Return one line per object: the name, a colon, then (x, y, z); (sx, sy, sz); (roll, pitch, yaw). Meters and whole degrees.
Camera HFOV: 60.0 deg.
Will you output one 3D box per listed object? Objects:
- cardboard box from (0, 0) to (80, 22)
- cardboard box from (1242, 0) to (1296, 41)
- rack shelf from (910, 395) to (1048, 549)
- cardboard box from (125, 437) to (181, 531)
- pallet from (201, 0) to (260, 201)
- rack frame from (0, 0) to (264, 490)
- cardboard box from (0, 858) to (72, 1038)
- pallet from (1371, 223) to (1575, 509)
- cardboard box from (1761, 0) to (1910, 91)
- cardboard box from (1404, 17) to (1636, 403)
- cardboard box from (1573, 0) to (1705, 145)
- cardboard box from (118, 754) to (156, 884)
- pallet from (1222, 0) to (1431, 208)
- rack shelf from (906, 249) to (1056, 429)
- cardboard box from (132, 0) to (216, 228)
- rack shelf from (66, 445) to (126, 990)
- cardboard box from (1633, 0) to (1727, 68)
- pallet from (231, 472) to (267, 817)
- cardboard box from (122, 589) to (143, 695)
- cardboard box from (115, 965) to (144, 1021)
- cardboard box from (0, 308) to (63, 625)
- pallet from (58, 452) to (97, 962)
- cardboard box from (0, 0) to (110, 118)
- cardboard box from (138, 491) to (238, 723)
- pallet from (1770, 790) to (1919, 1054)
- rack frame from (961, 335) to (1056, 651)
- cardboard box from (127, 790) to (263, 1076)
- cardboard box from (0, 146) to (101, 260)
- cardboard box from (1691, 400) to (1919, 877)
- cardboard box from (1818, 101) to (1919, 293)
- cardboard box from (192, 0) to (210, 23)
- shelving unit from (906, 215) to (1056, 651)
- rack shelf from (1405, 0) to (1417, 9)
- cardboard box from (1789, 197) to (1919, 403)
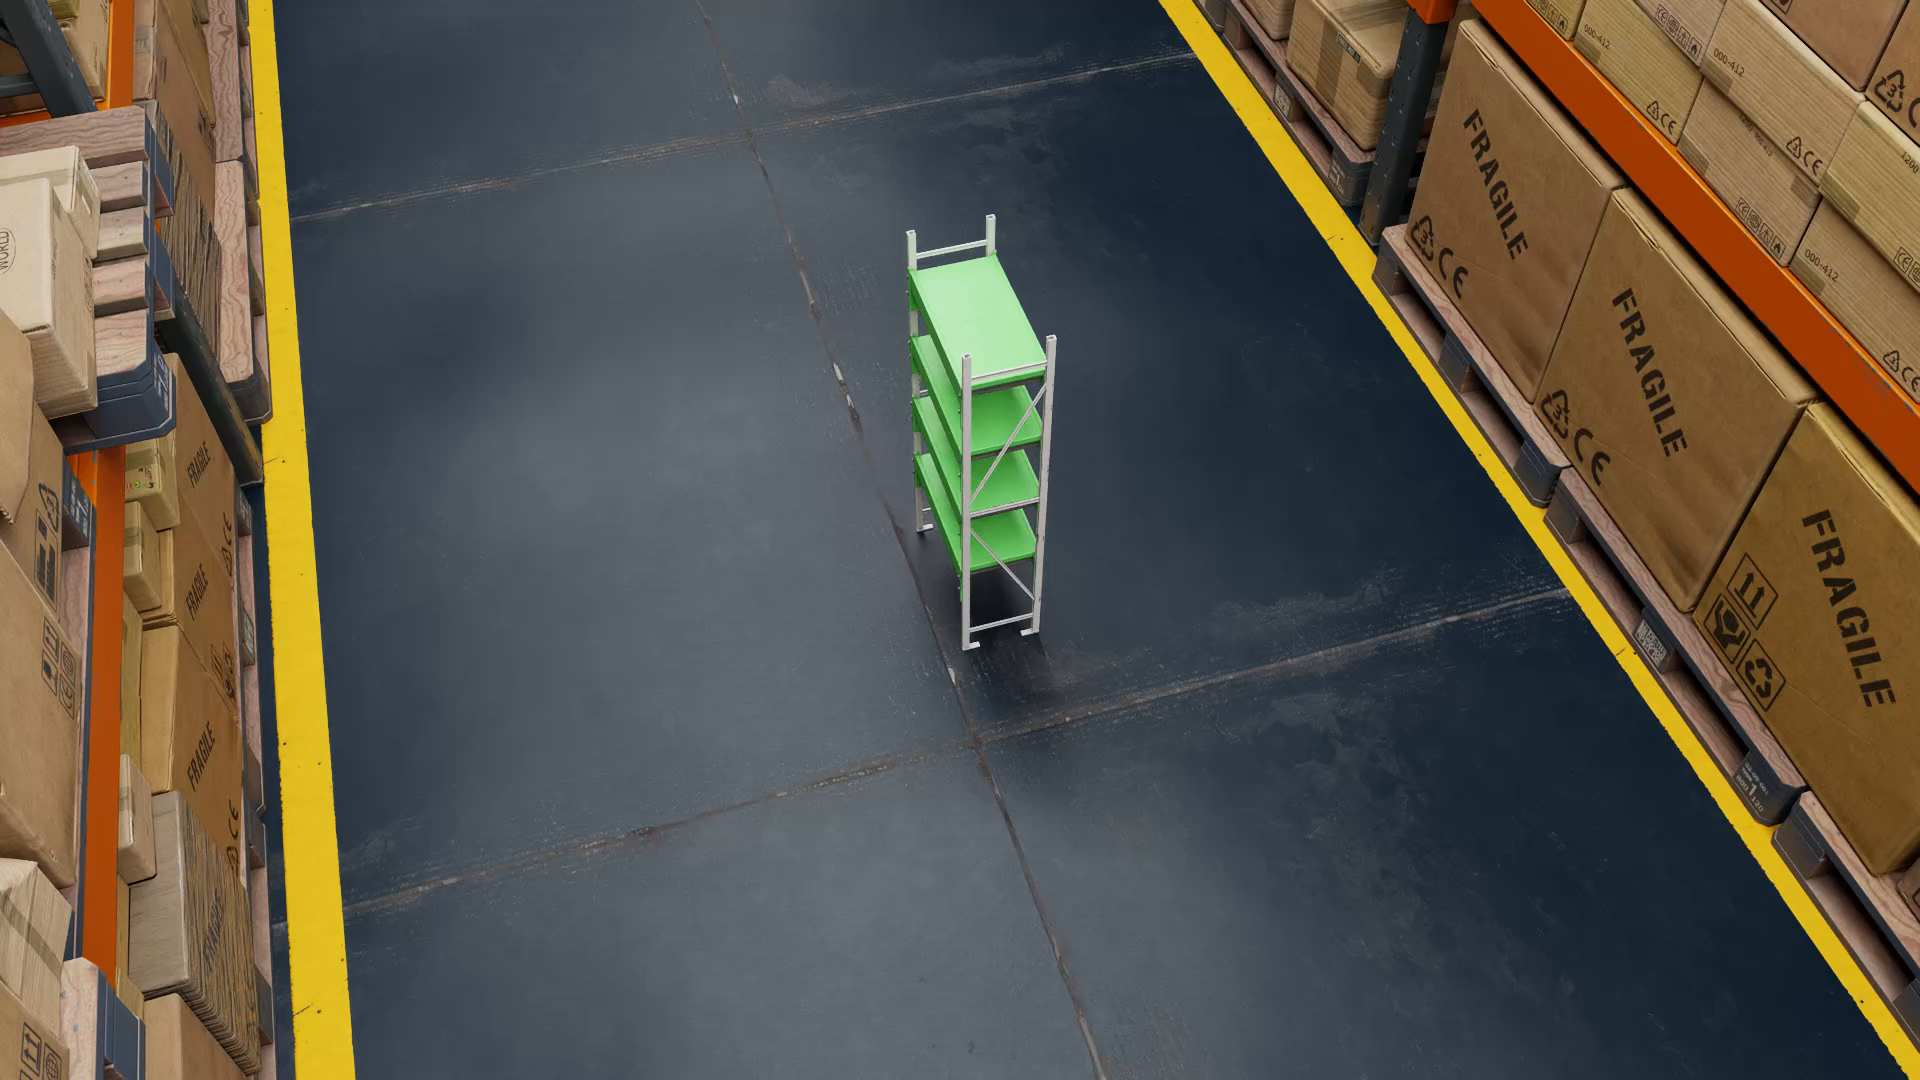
cardboard box: (-2.630, -1.577, 4.388); (0.500, 0.250, 0.500); (-13, 51, -11)
cardboard box: (1.601, -2.444, 6.793); (0.950, 0.372, 0.625); (-14, 51, -12)
rack shelf: (0.049, -0.225, 4.738); (0.258, 0.148, 0.480); (-13, 51, -11)
cardboard box: (-2.258, -0.122, 4.327); (0.380, 0.149, 0.250); (-16, 52, -13)
pallet: (-3.319, -1.680, 6.528); (1.003, 0.211, 1.213); (-13, 51, -11)
rack frame: (-2.756, -1.079, 4.198); (1.000, 3.000, 0.127); (-13, 51, -11)
cardboard box: (-1.617, 0.649, 2.554); (0.396, 0.266, 0.258); (-11, 51, -9)
pallet: (2.146, -0.712, 5.712); (1.003, 0.211, 1.213); (-13, 51, -11)
cardboard box: (2.191, -1.401, 3.750); (0.500, 0.500, 0.500); (-12, 51, -10)
cardboard box: (2.109, -1.131, 5.357); (0.875, 0.875, 0.875); (-14, 51, -11)
cardboard box: (2.058, -1.370, 4.541); (0.500, 0.250, 0.500); (-15, 51, -12)
cardboard box: (-2.003, 0.661, 3.667); (0.380, 0.149, 0.250); (-16, 52, -13)
pallet: (1.755, -1.876, 6.694); (1.003, 0.211, 1.213); (-13, 51, -11)
rack shelf: (0.049, -0.534, 4.371); (0.258, 0.148, 0.480); (-13, 51, -11)
cardboard box: (-3.128, -1.383, 5.732); (0.875, 0.625, 0.625); (-12, 51, -10)
rack shelf: (-2.165, 0.614, 3.241); (1.077, 0.370, 4.000); (-13, 51, -11)
cardboard box: (2.050, -1.513, 4.335); (0.500, 0.250, 0.500); (-12, 51, -10)
pallet: (-2.571, 0.374, 4.797); (1.003, 0.211, 1.213); (-13, 51, -11)
cardboard box: (-2.187, 0.284, 3.985); (0.380, 0.149, 0.250); (-12, 51, -10)
cardboard box: (-1.871, 1.042, 3.345); (0.380, 0.149, 0.250); (-12, 51, -10)
cardboard box: (-2.097, -0.097, 3.028); (0.797, 0.503, 0.637); (-14, 51, -12)
pallet: (-2.177, 0.402, 3.074); (1.003, 0.211, 1.213); (-13, 51, -11)
cardboard box: (-2.654, -1.410, 4.575); (0.500, 0.250, 0.500); (-13, 51, -11)
cardboard box: (-2.288, 0.220, 4.463); (0.500, 0.500, 0.500); (-14, 51, -12)
pallet: (2.867, 1.070, 4.210); (1.003, 0.211, 1.213); (-13, 51, -11)
rack frame: (0.121, -0.088, 4.539); (0.240, 1.200, 0.015); (-13, 51, -11)
cardboard box: (-1.959, 0.976, 3.825); (0.500, 0.500, 0.500); (-15, 51, -12)
cardboard box: (-2.195, -0.740, 3.802); (0.380, 0.149, 0.250); (-12, 51, -10)
cardboard box: (2.633, 0.174, 4.256); (0.875, 0.875, 0.875); (-12, 51, -10)
cardboard box: (2.323, -0.773, 3.711); (0.500, 0.250, 0.500); (-13, 51, -10)
cardboard box: (-3.552, -2.423, 6.609); (0.875, 0.625, 0.625); (-14, 51, -11)
shelving unit: (0.049, -0.266, 4.689); (0.258, 1.200, 0.503); (-13, 51, -11)
rack shelf: (1.393, -3.433, 6.653); (1.077, 0.370, 4.000); (-13, 51, -11)
cardboard box: (2.356, -0.626, 3.914); (0.500, 0.250, 0.500); (-13, 51, -11)
